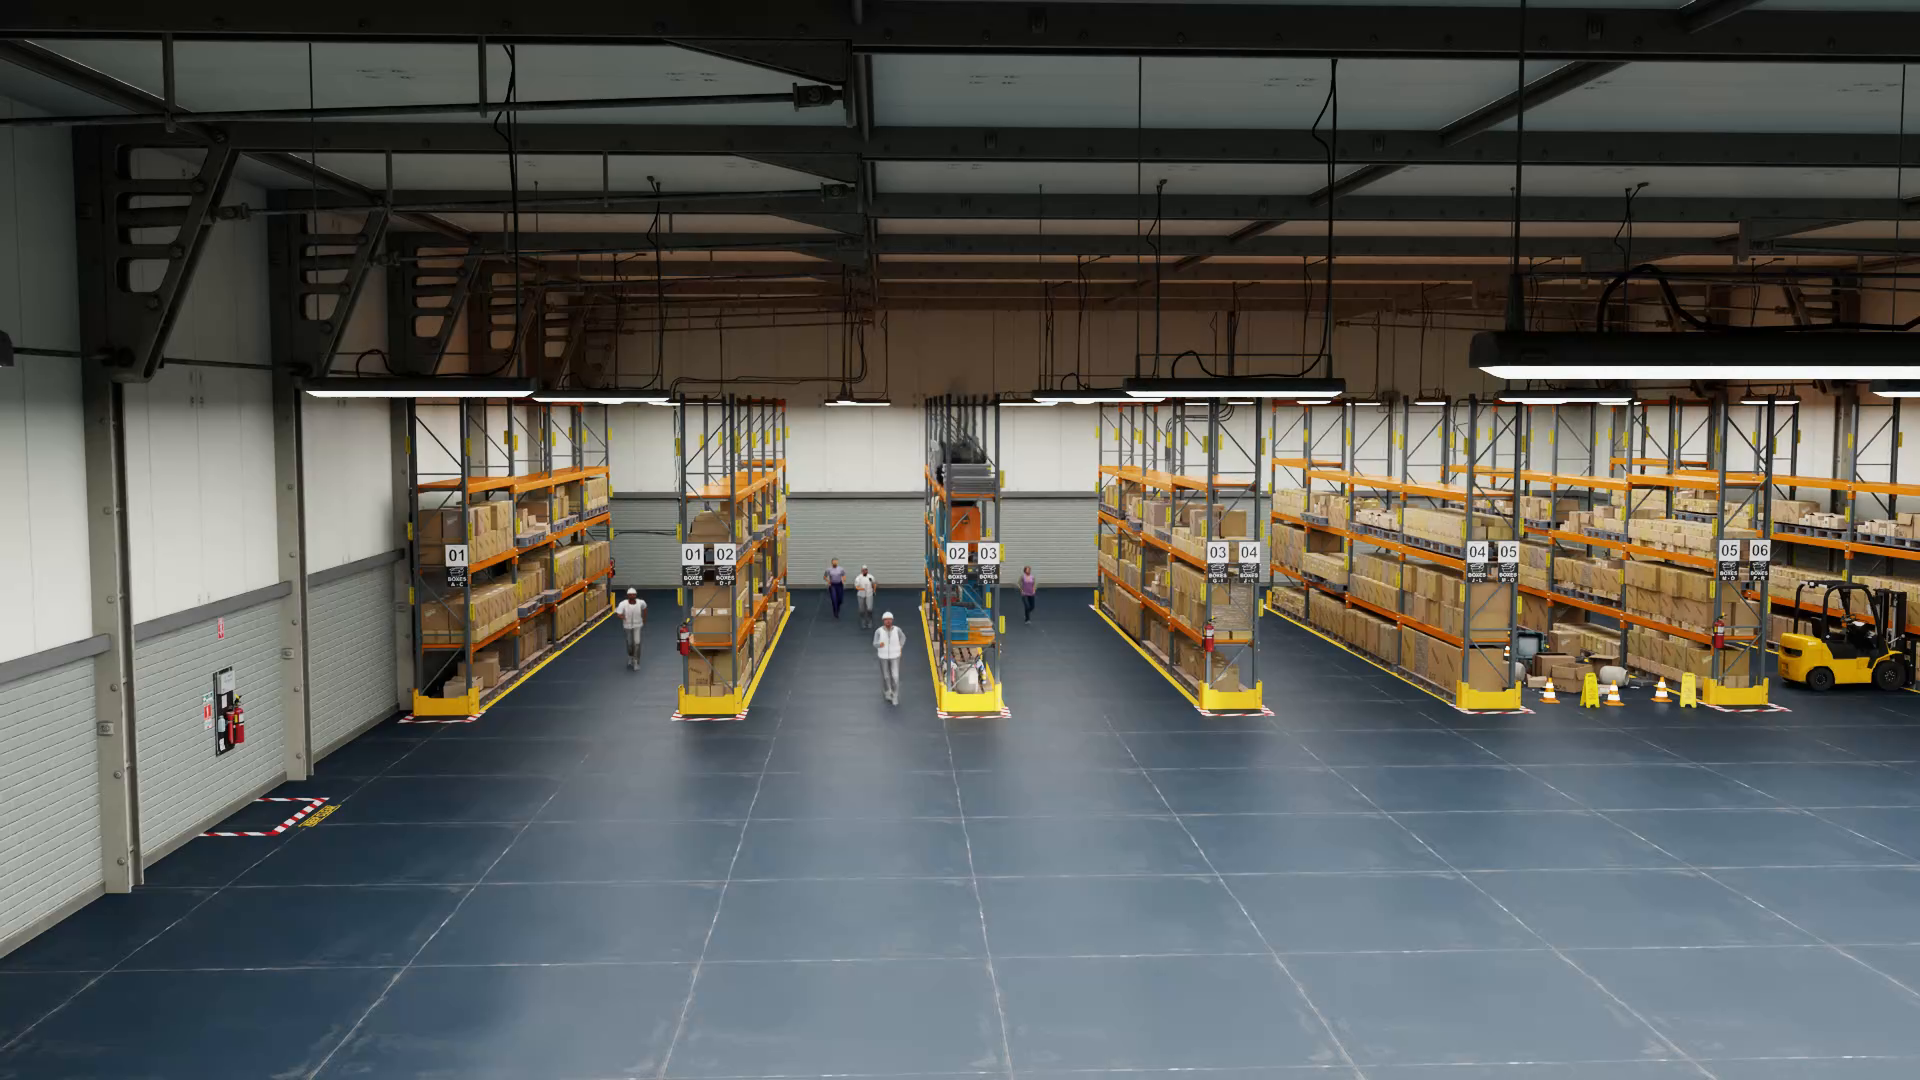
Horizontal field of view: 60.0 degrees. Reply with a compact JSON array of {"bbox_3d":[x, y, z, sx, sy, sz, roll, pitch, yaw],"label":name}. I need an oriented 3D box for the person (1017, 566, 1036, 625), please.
[{"bbox_3d":[1.774,1.457,44.205,0.537,1.549,0.582,-1,5,-15],"label":"person"}]

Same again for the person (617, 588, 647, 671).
[{"bbox_3d":[-7.225,1.939,36.629,0.640,1.795,0.890,-1,5,-7],"label":"person"}]

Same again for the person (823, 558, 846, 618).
[{"bbox_3d":[-3.444,1.302,45.818,0.622,1.626,0.702,-1,5,-14],"label":"person"}]

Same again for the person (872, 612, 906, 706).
[{"bbox_3d":[-1.376,2.298,32.234,0.639,1.820,0.760,0,5,-1],"label":"person"}]

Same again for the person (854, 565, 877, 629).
[{"bbox_3d":[-2.451,1.483,43.215,0.579,1.648,0.643,0,5,-4],"label":"person"}]
